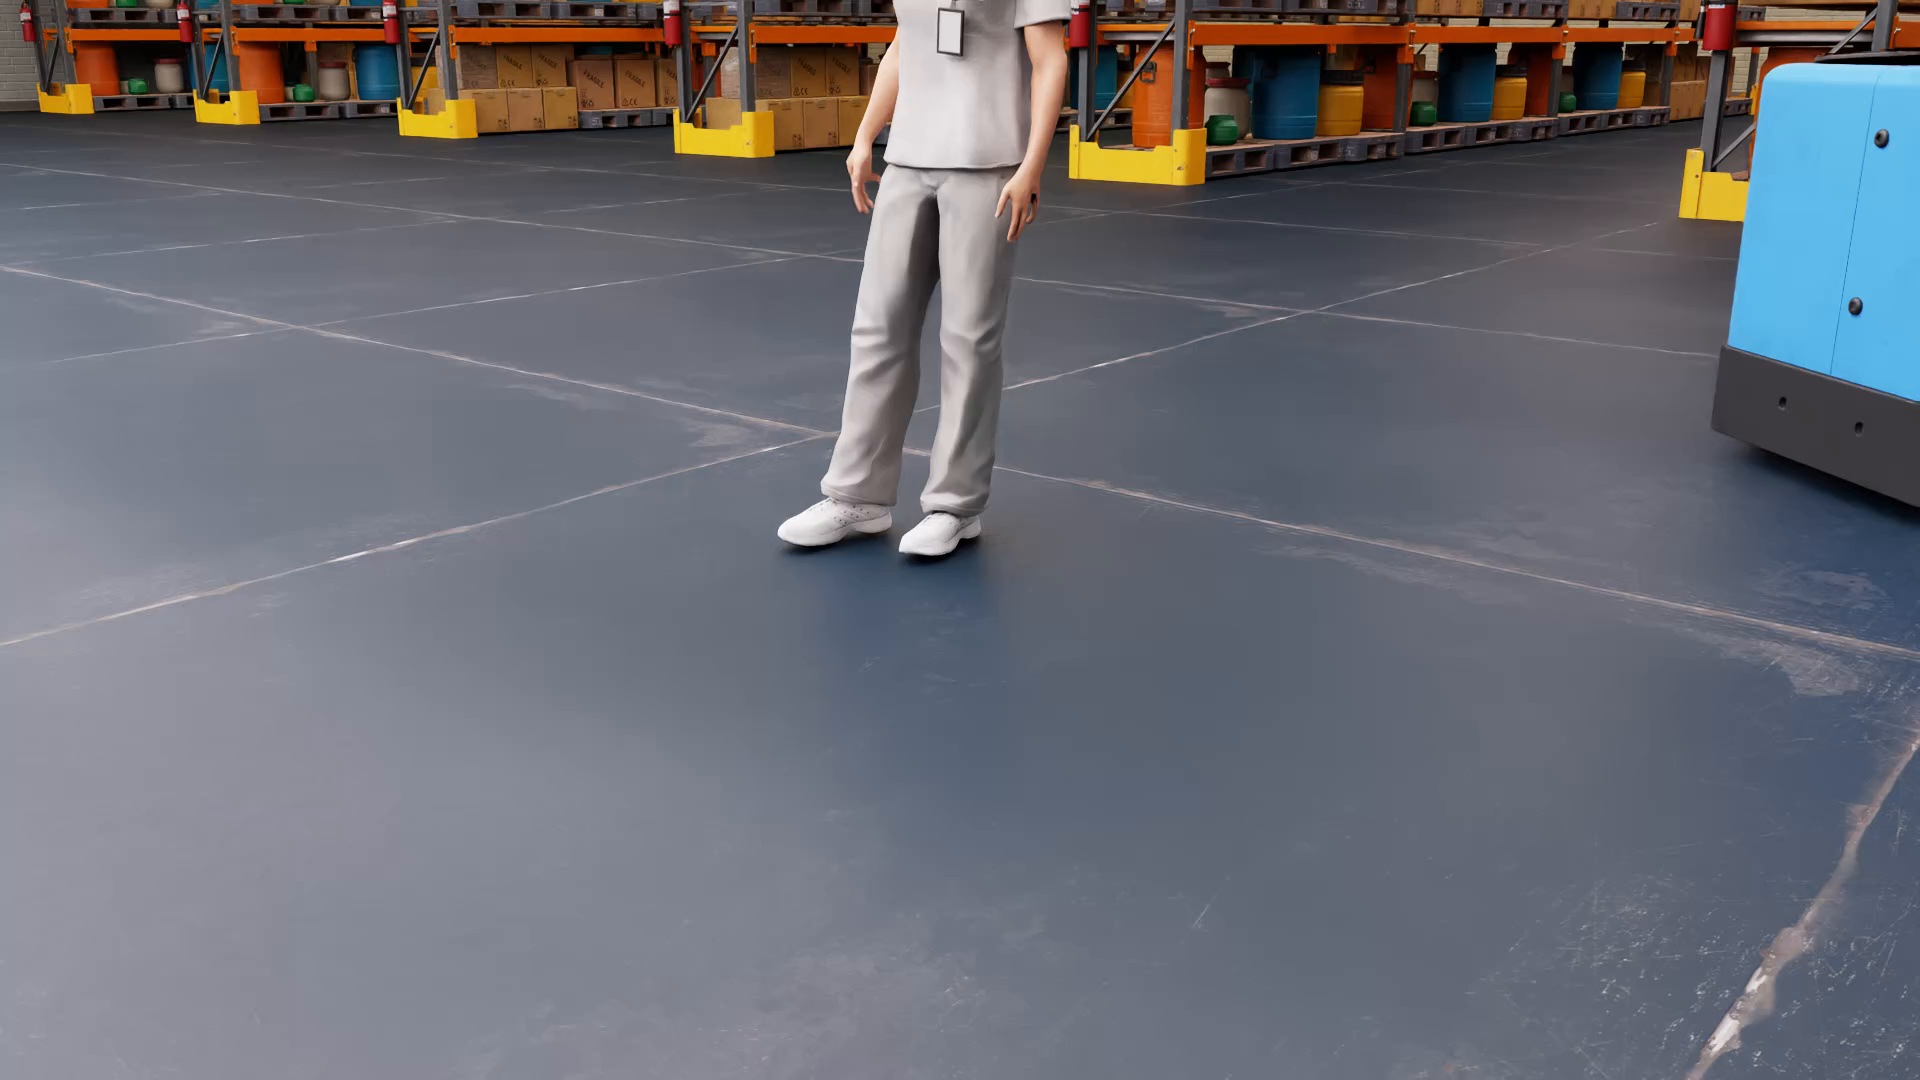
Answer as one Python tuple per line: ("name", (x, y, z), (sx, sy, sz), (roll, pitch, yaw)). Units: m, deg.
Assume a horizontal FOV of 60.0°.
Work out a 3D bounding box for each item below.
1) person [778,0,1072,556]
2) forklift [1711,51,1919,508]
("person", (-0.057, -0.795, 3.650), (0.549, 1.675, 0.549), (13, 21, 37))
("forklift", (3.704, -1.592, 4.139), (3.031, 2.935, 1.130), (-3, 17, -9))
